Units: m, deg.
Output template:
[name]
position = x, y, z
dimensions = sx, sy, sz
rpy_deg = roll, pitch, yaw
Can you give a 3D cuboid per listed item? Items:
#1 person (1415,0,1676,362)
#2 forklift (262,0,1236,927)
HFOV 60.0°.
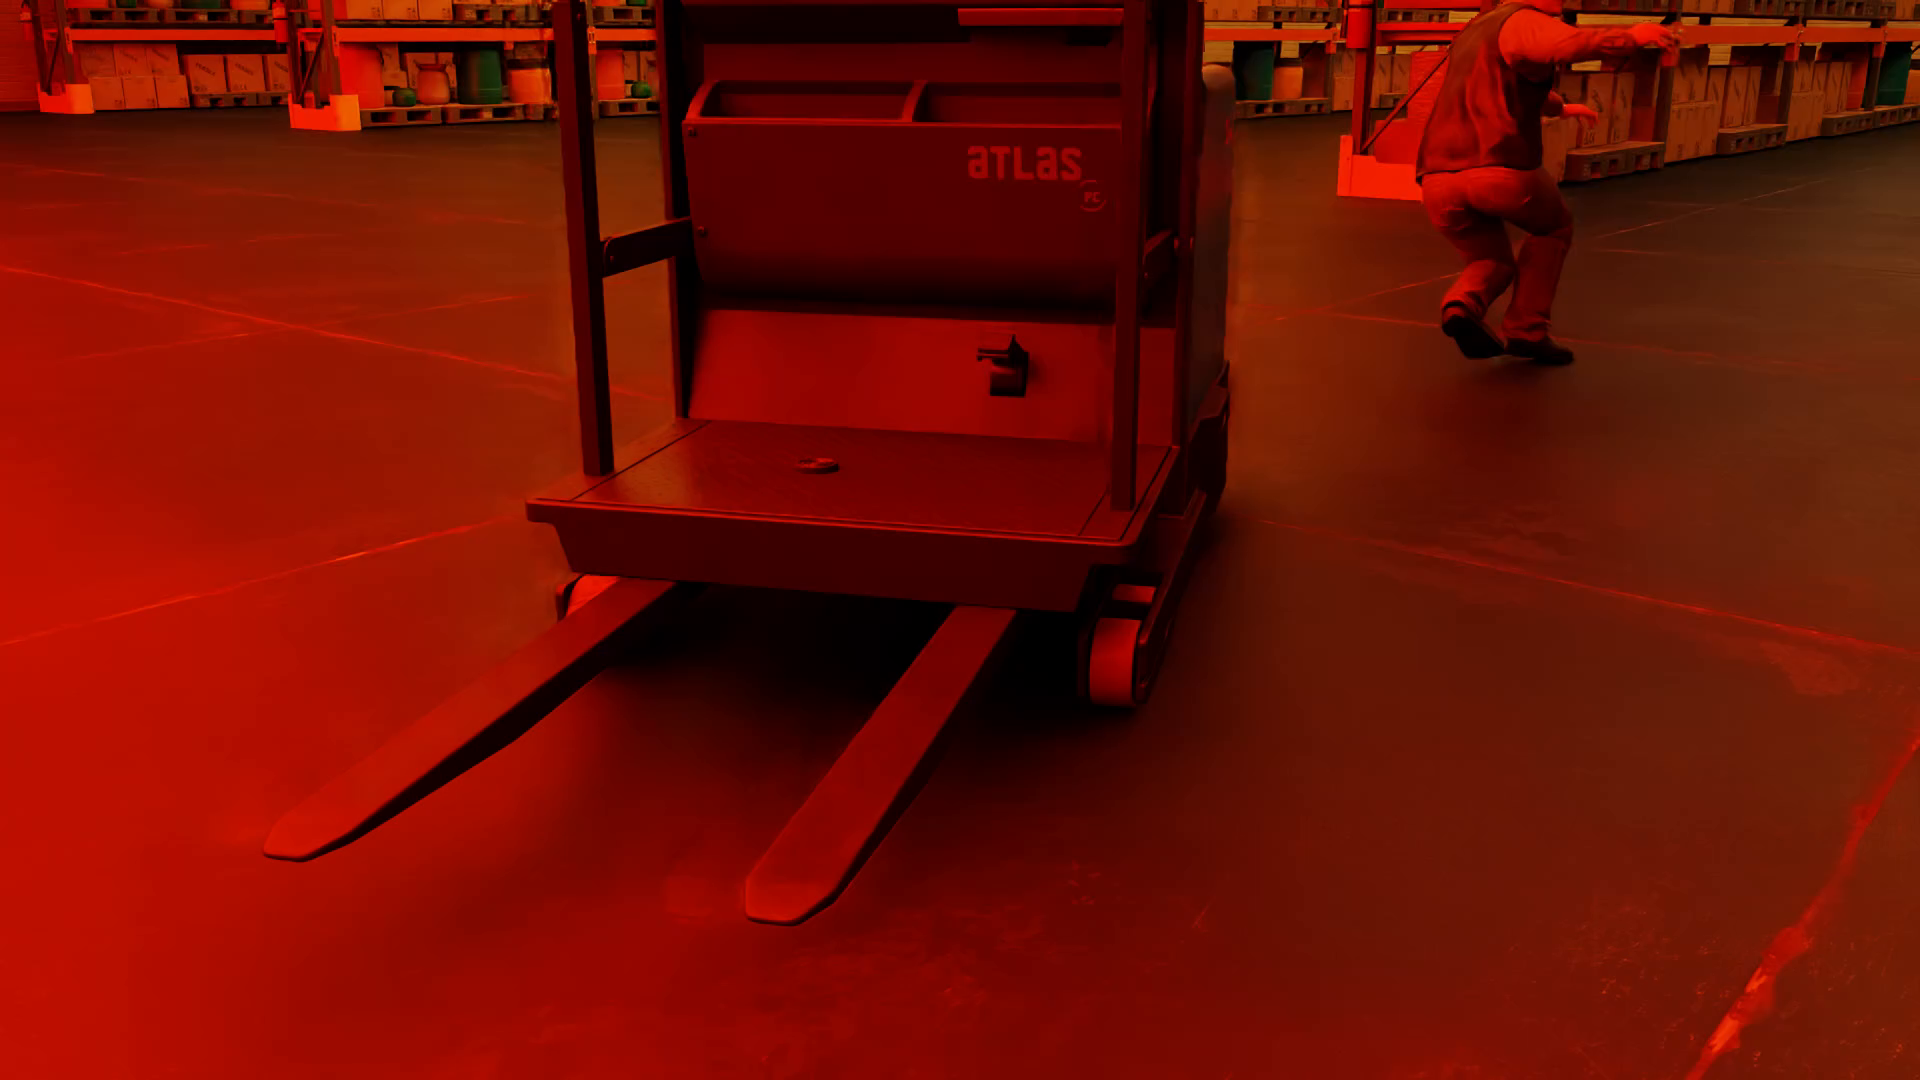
[person]
position = 2.111, -1.344, 5.898
dimensions = 1.048, 1.451, 0.771
rpy_deg = -12, 21, -35
[forklift]
position = -0.134, -1.224, 2.927
dimensions = 1.130, 2.935, 3.031
rpy_deg = 4, 17, 13
